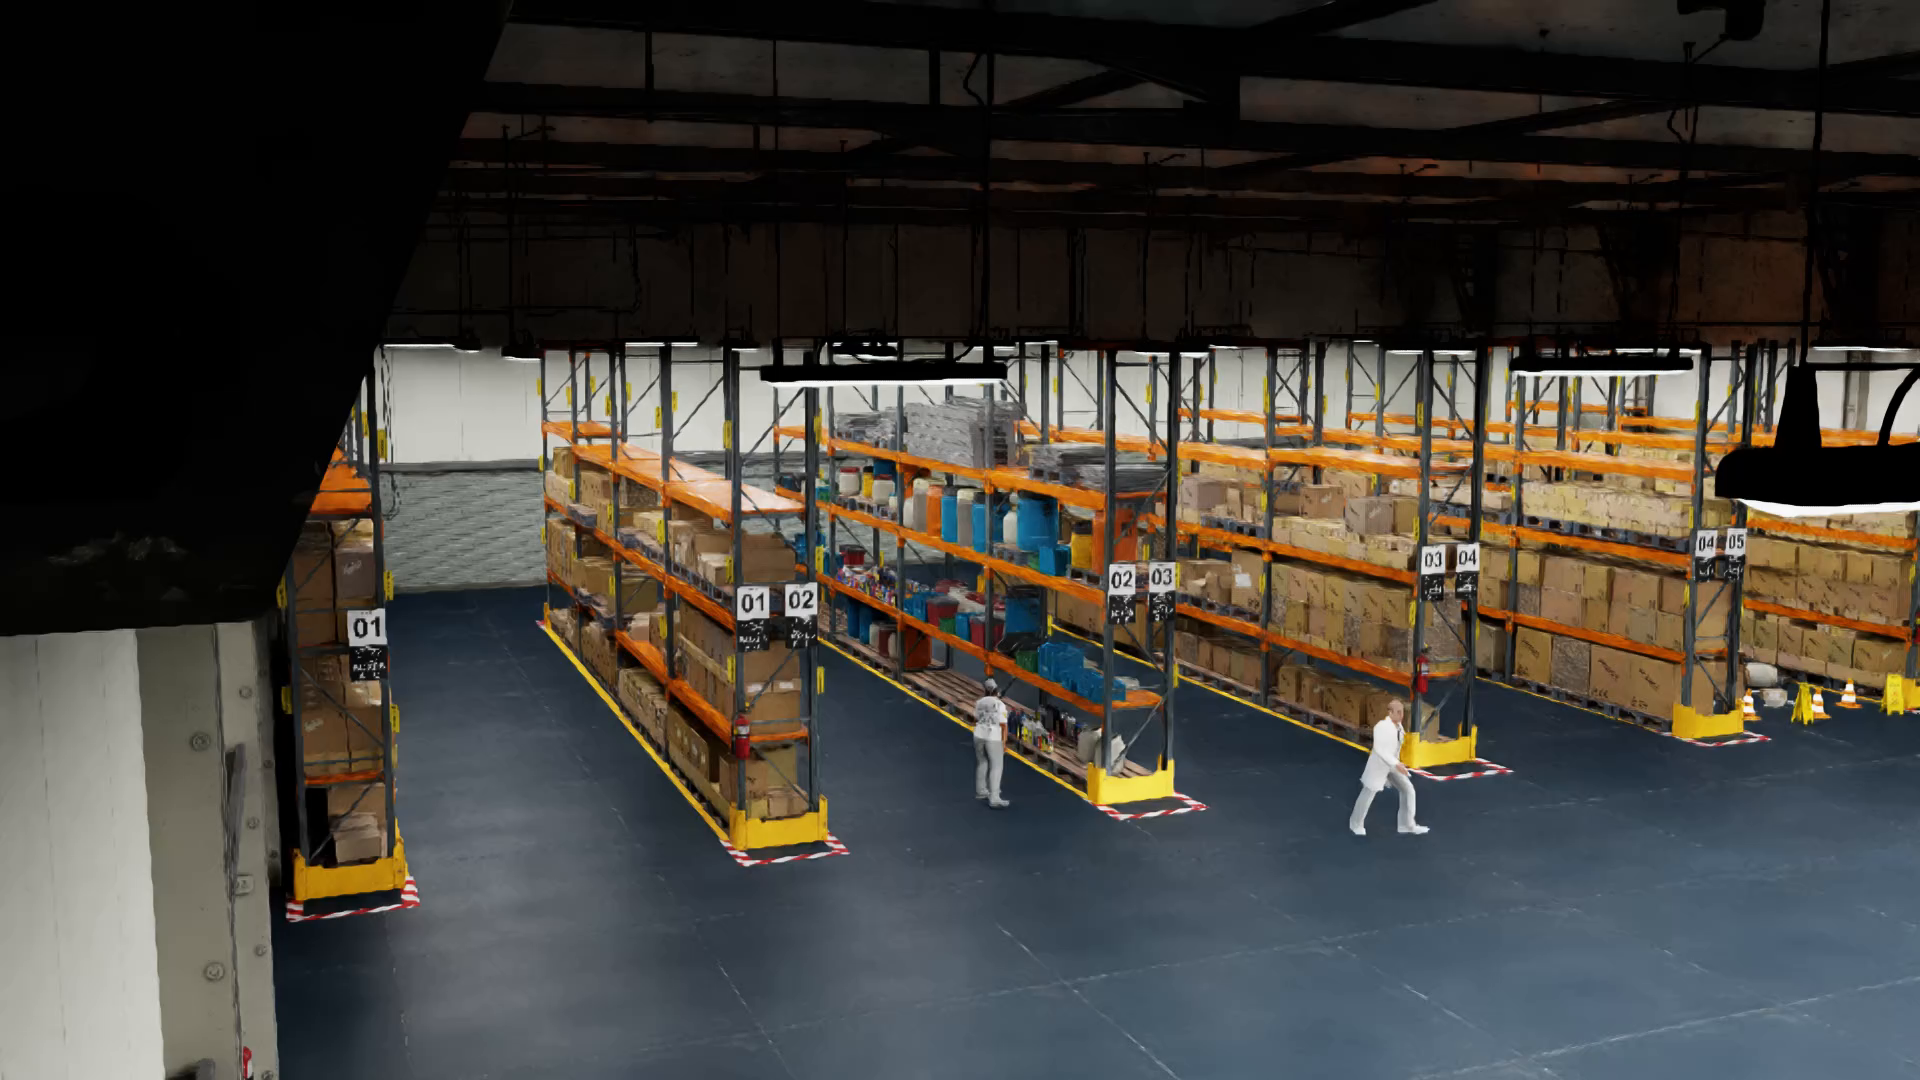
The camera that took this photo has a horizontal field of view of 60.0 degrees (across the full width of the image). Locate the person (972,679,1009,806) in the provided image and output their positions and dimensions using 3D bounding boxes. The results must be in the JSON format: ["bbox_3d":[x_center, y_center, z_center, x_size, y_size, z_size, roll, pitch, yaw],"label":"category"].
[{"bbox_3d":[0.416,2.651,21.959,0.530,1.668,0.449,6,9,37],"label":"person"}]

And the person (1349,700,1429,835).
[{"bbox_3d":[5.261,2.808,20.557,0.728,1.722,0.853,-6,10,-41],"label":"person"}]
